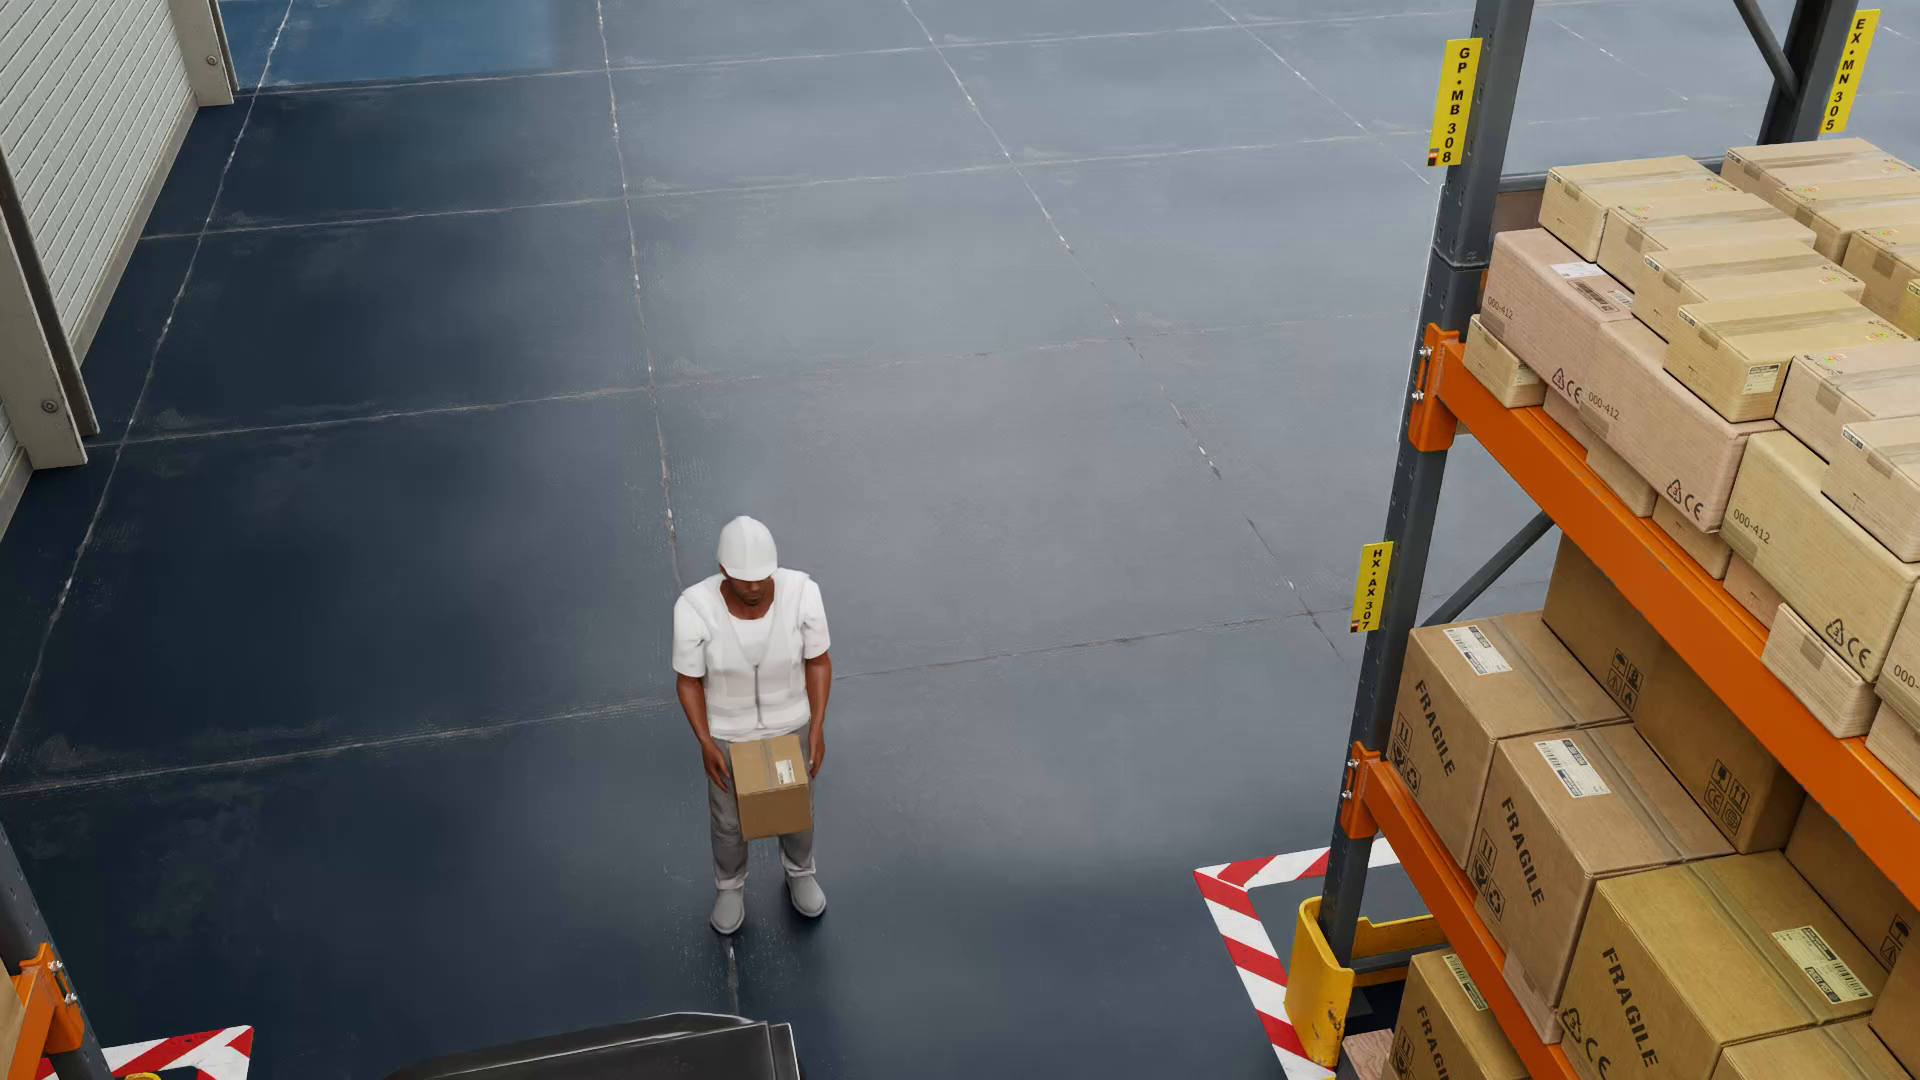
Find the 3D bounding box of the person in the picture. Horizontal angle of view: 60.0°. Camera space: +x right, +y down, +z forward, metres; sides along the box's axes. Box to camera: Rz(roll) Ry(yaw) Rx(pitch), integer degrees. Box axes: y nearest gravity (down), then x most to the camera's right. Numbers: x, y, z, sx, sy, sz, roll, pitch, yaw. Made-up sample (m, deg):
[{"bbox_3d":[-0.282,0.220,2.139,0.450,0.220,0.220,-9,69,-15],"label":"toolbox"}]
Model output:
[{"bbox_3d":[-0.735,0.688,6.106,0.572,1.767,0.470,-8,35,-11],"label":"person"}]
